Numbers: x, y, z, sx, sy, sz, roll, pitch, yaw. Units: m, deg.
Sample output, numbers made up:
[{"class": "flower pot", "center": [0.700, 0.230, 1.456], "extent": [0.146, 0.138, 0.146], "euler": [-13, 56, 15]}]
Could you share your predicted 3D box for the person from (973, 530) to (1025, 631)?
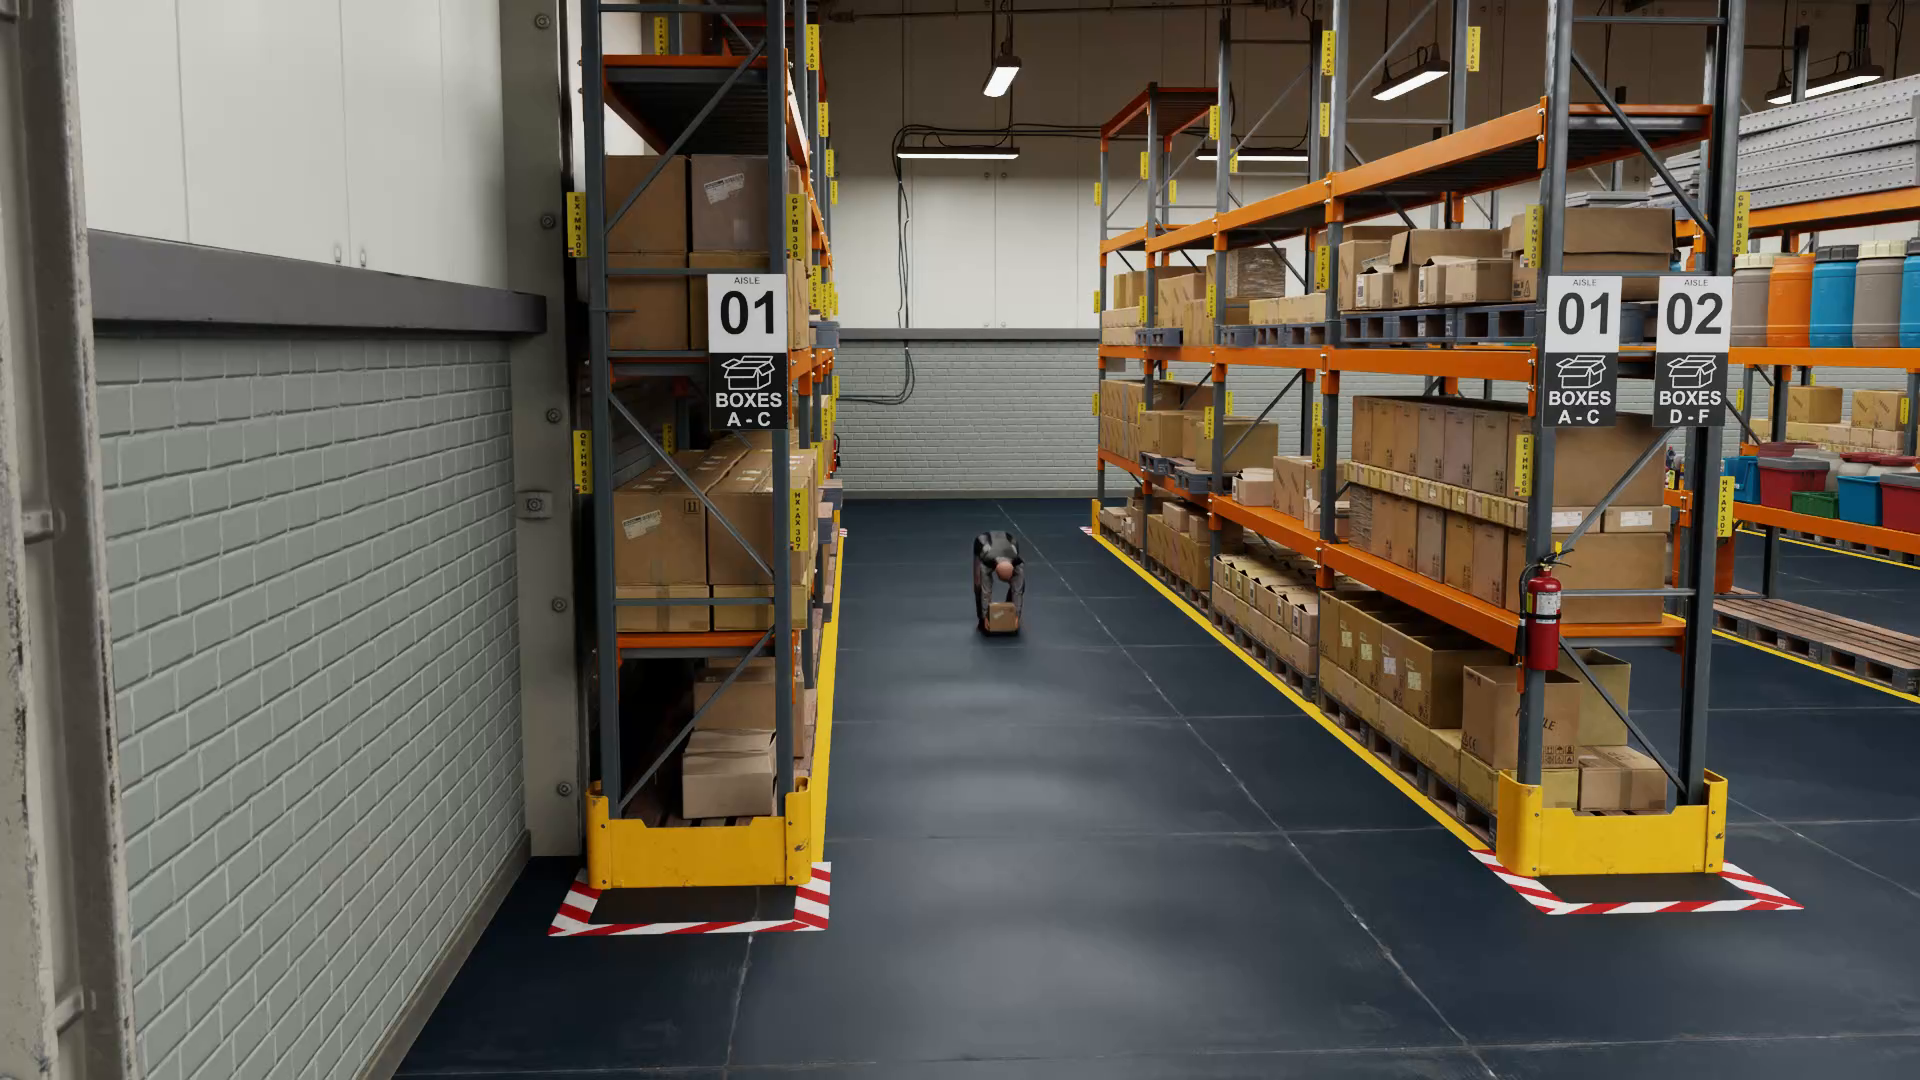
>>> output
[{"class": "person", "center": [0.397, 0.411, 16.548], "extent": [0.511, 0.973, 0.944], "euler": [-1, 7, -6]}]
